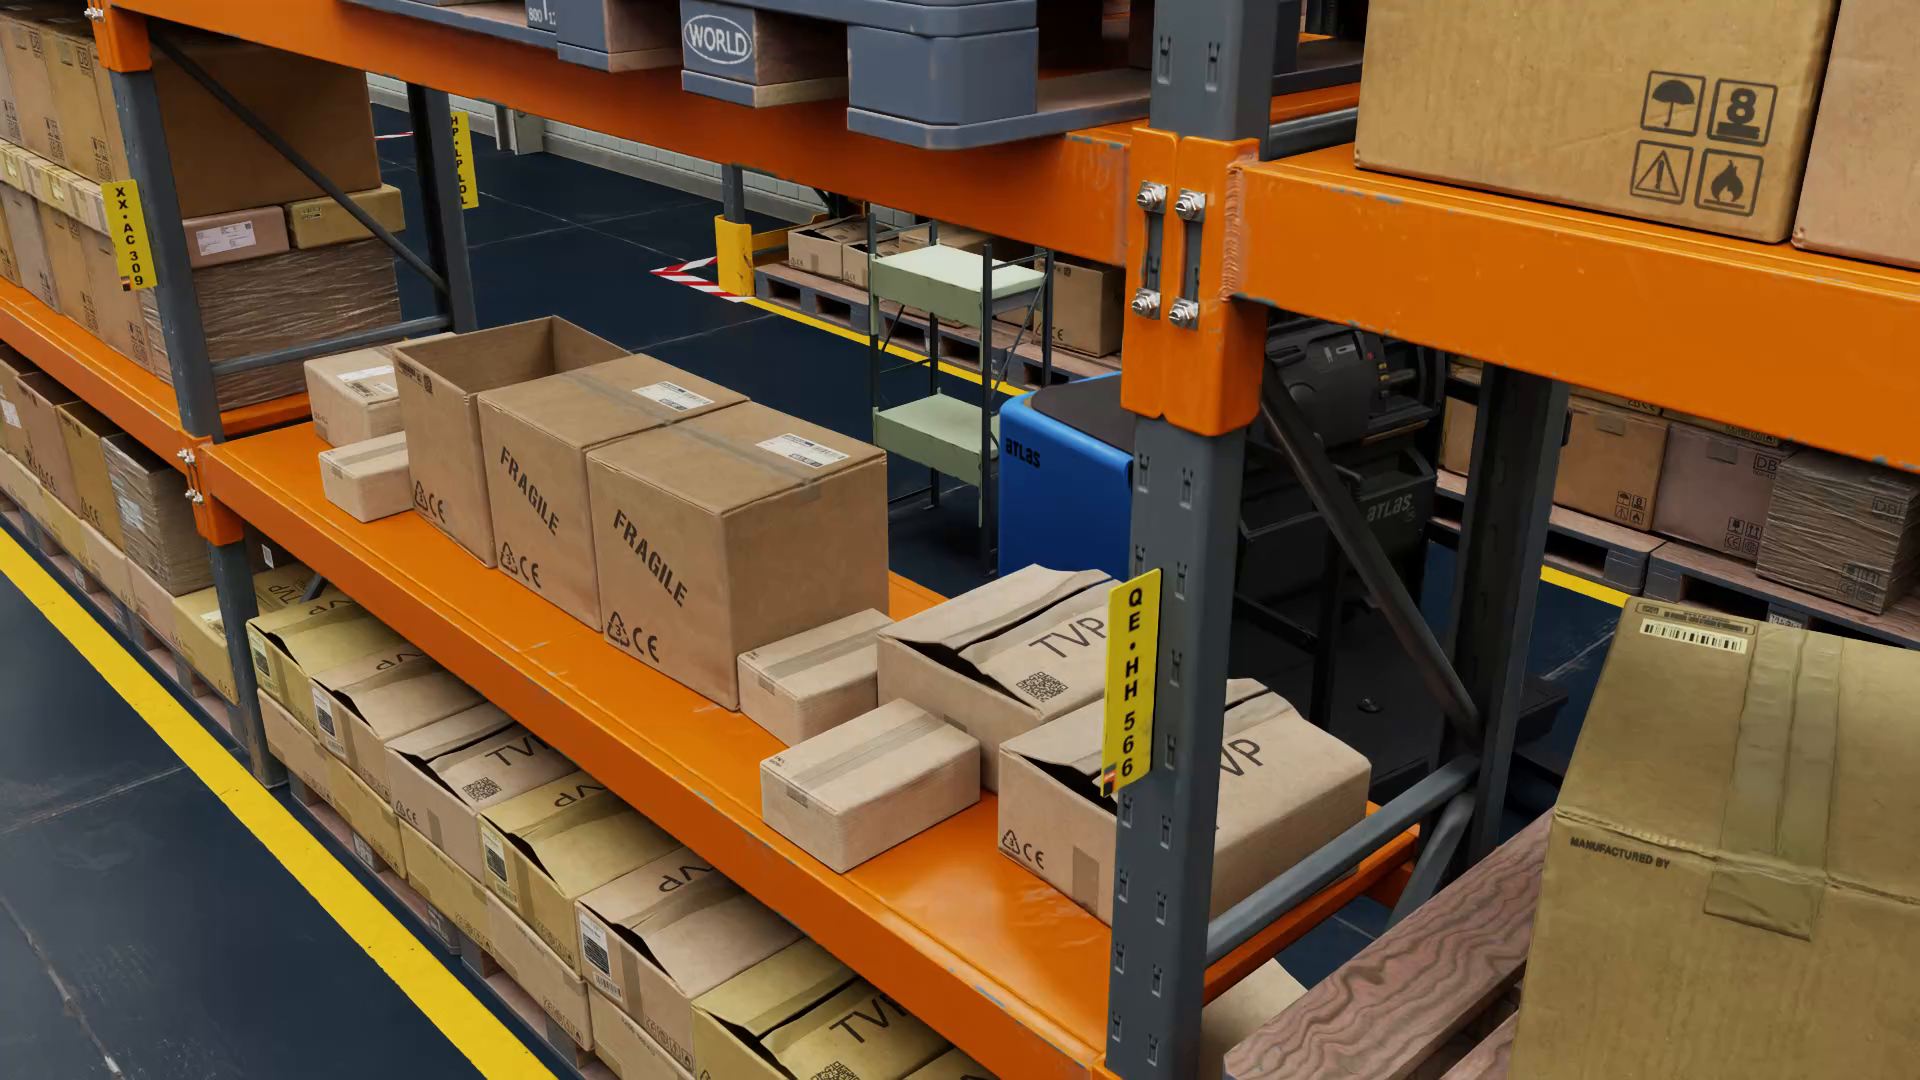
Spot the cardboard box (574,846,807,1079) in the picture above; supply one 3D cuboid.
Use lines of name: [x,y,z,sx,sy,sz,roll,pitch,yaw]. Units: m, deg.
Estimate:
cardboard box: [-0.602,0.975,4.129,0.500,0.311,0.500,-21,32,-39]

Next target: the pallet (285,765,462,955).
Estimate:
pallet: [-1.563,0.838,5.659,1.003,0.211,1.213,-21,32,-38]

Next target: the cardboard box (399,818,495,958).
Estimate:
cardboard box: [-1.296,0.921,4.924,0.500,0.250,0.500,-22,33,-40]

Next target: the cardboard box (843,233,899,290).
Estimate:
cardboard box: [-0.419,-1.830,10.857,0.500,0.311,0.500,-18,30,-34]

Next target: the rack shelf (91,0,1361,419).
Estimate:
rack shelf: [-0.728,-1.074,3.744,1.077,0.370,4.000,-21,32,-38]

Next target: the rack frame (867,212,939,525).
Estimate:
rack frame: [-0.255,-0.795,7.686,0.400,1.500,0.023,-21,32,-38]

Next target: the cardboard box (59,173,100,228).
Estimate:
cardboard box: [-2.966,-1.239,5.949,0.380,0.149,0.250,-21,32,-39]

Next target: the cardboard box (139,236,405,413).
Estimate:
cardboard box: [-2.403,-0.821,5.815,0.700,0.500,0.500,-22,33,-40]

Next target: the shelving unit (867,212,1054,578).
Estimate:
shelving unit: [-0.005,-0.684,7.443,0.431,1.500,0.755,-21,32,-38]

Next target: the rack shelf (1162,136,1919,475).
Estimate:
rack shelf: [2.006,0.137,1.088,1.077,0.370,4.000,-21,32,-38]

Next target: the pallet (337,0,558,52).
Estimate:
pallet: [-0.657,-1.228,3.442,1.003,0.211,1.213,-19,31,-36]

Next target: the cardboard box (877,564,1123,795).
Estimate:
cardboard box: [0.169,0.284,3.622,0.500,0.311,0.500,-22,32,-39]

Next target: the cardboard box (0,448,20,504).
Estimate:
cardboard box: [-4.281,-0.419,7.861,0.500,0.250,0.500,-21,32,-38]

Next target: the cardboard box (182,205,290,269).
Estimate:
cardboard box: [-2.438,-1.005,5.437,0.380,0.149,0.250,-21,32,-38]

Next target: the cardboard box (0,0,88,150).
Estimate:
cardboard box: [-3.432,-1.867,6.546,0.700,0.500,0.500,-21,32,-38]

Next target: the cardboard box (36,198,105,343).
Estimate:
cardboard box: [-3.109,-1.132,6.497,0.700,0.500,0.500,-21,32,-38]

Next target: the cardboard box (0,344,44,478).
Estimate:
cardboard box: [-3.931,-0.612,7.380,0.500,0.500,0.500,-21,32,-38]

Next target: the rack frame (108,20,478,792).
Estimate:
rack frame: [-2.095,-0.643,5.545,1.000,3.000,0.127,-21,32,-38]

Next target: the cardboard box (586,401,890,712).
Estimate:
cardboard box: [-0.520,0.020,3.972,0.500,0.500,0.500,22,32,39]

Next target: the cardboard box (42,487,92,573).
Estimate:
cardboard box: [-3.601,-0.114,7.194,0.500,0.250,0.500,-21,32,-38]

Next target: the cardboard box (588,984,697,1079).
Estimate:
cardboard box: [-0.596,1.230,4.246,0.500,0.250,0.500,-20,31,-37]

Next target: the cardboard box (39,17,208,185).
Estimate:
cardboard box: [-2.750,-1.564,5.881,0.700,0.500,0.500,-21,32,-39]

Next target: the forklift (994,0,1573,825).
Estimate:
forklift: [1.393,-0.512,5.340,1.130,2.935,3.031,-16,29,-32]

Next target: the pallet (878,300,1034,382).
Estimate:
pallet: [0.195,-1.344,10.442,1.003,0.211,1.213,-21,32,-38]

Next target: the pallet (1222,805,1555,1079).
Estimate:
pallet: [1.153,0.842,2.522,1.213,0.211,1.003,-21,32,-38]

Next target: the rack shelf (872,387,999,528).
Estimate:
rack shelf: [-0.005,-0.388,7.578,0.431,0.370,0.720,-21,32,-38]

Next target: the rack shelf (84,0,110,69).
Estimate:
rack shelf: [-3.462,-2.286,6.400,1.077,0.370,4.000,-21,32,-38]

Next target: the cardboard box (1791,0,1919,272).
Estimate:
cardboard box: [1.310,-0.564,1.638,0.910,0.500,0.500,-21,32,-38]

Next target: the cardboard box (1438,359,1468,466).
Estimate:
cardboard box: [2.423,-0.752,8.265,0.700,0.500,0.500,-22,32,-39]

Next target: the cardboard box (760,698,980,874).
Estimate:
cardboard box: [-0.178,0.489,3.367,0.380,0.149,0.250,-21,32,-38]

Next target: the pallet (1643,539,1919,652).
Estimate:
pallet: [3.719,0.194,7.071,1.003,0.211,1.213,-21,32,-38]

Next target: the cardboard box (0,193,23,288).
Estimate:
cardboard box: [-3.822,-1.445,7.184,0.700,0.500,0.500,-21,32,-38]

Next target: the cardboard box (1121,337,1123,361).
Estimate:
cardboard box: [1.130,-1.114,9.462,0.250,0.166,0.380,19,31,35]

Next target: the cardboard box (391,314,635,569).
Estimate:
cardboard box: [-1.222,-0.292,4.655,0.500,0.500,0.500,-19,30,-35]

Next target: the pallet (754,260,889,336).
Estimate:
pallet: [-0.635,-1.713,11.252,1.003,0.211,1.213,-21,32,-38]

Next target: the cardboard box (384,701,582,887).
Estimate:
cardboard box: [-1.302,0.667,4.805,0.500,0.311,0.500,23,33,40]

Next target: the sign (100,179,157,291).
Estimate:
sign: [-2.500,-0.915,5.003,0.100,0.325,0.005,-21,32,-38]

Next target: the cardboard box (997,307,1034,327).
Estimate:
cardboard box: [0.439,-1.443,10.203,0.250,0.149,0.380,21,32,38]

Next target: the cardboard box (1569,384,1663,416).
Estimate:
cardboard box: [3.023,-0.790,7.445,0.500,0.250,0.500,-21,32,-39]

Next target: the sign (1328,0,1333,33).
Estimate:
sign: [1.921,-2.735,8.736,0.100,0.325,0.005,-21,32,-38]

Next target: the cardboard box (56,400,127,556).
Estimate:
cardboard box: [-3.250,-0.308,6.714,0.500,0.500,0.500,-21,32,-38]

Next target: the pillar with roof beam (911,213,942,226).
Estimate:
pillar with roof beam: [-3.249,-4.803,7.436,9.100,9.000,0.400,-21,32,-38]

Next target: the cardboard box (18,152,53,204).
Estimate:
cardboard box: [-3.304,-1.390,6.282,0.380,0.149,0.250,-20,31,-37]

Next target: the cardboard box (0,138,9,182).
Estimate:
cardboard box: [-3.668,-1.550,6.631,0.380,0.149,0.250,-21,32,-38]

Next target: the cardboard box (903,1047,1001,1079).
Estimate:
cardboard box: [0.101,1.285,3.451,0.500,0.311,0.500,-20,31,-37]

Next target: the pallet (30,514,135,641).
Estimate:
pallet: [-3.447,0.003,7.489,1.003,0.211,1.213,-21,32,-38]

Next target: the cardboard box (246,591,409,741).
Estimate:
cardboard box: [-1.995,0.358,5.483,0.500,0.311,0.500,-21,32,-38]

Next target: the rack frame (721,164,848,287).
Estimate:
rack frame: [-1.216,-3.261,11.285,1.000,3.000,0.127,-21,32,-38]

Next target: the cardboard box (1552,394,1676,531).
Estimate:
cardboard box: [3.094,-0.435,7.572,0.700,0.500,0.500,-21,32,-39]

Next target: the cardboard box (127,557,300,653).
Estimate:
cardboard box: [-2.906,0.184,6.539,0.500,0.250,0.500,-21,32,-38]

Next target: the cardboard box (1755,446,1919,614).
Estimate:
cardboard box: [3.722,-0.104,6.845,0.700,0.500,0.500,-21,32,-38]

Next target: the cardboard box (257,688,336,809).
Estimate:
cardboard box: [-2.001,0.609,5.607,0.500,0.250,0.500,-22,33,-40]

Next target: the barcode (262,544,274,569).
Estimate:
barcode: [-2.225,0.053,5.345,0.001,0.075,0.075,-21,32,-38]

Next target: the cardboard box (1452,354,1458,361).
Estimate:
cardboard box: [2.337,-1.103,8.131,0.500,0.250,0.500,-22,33,-39]
